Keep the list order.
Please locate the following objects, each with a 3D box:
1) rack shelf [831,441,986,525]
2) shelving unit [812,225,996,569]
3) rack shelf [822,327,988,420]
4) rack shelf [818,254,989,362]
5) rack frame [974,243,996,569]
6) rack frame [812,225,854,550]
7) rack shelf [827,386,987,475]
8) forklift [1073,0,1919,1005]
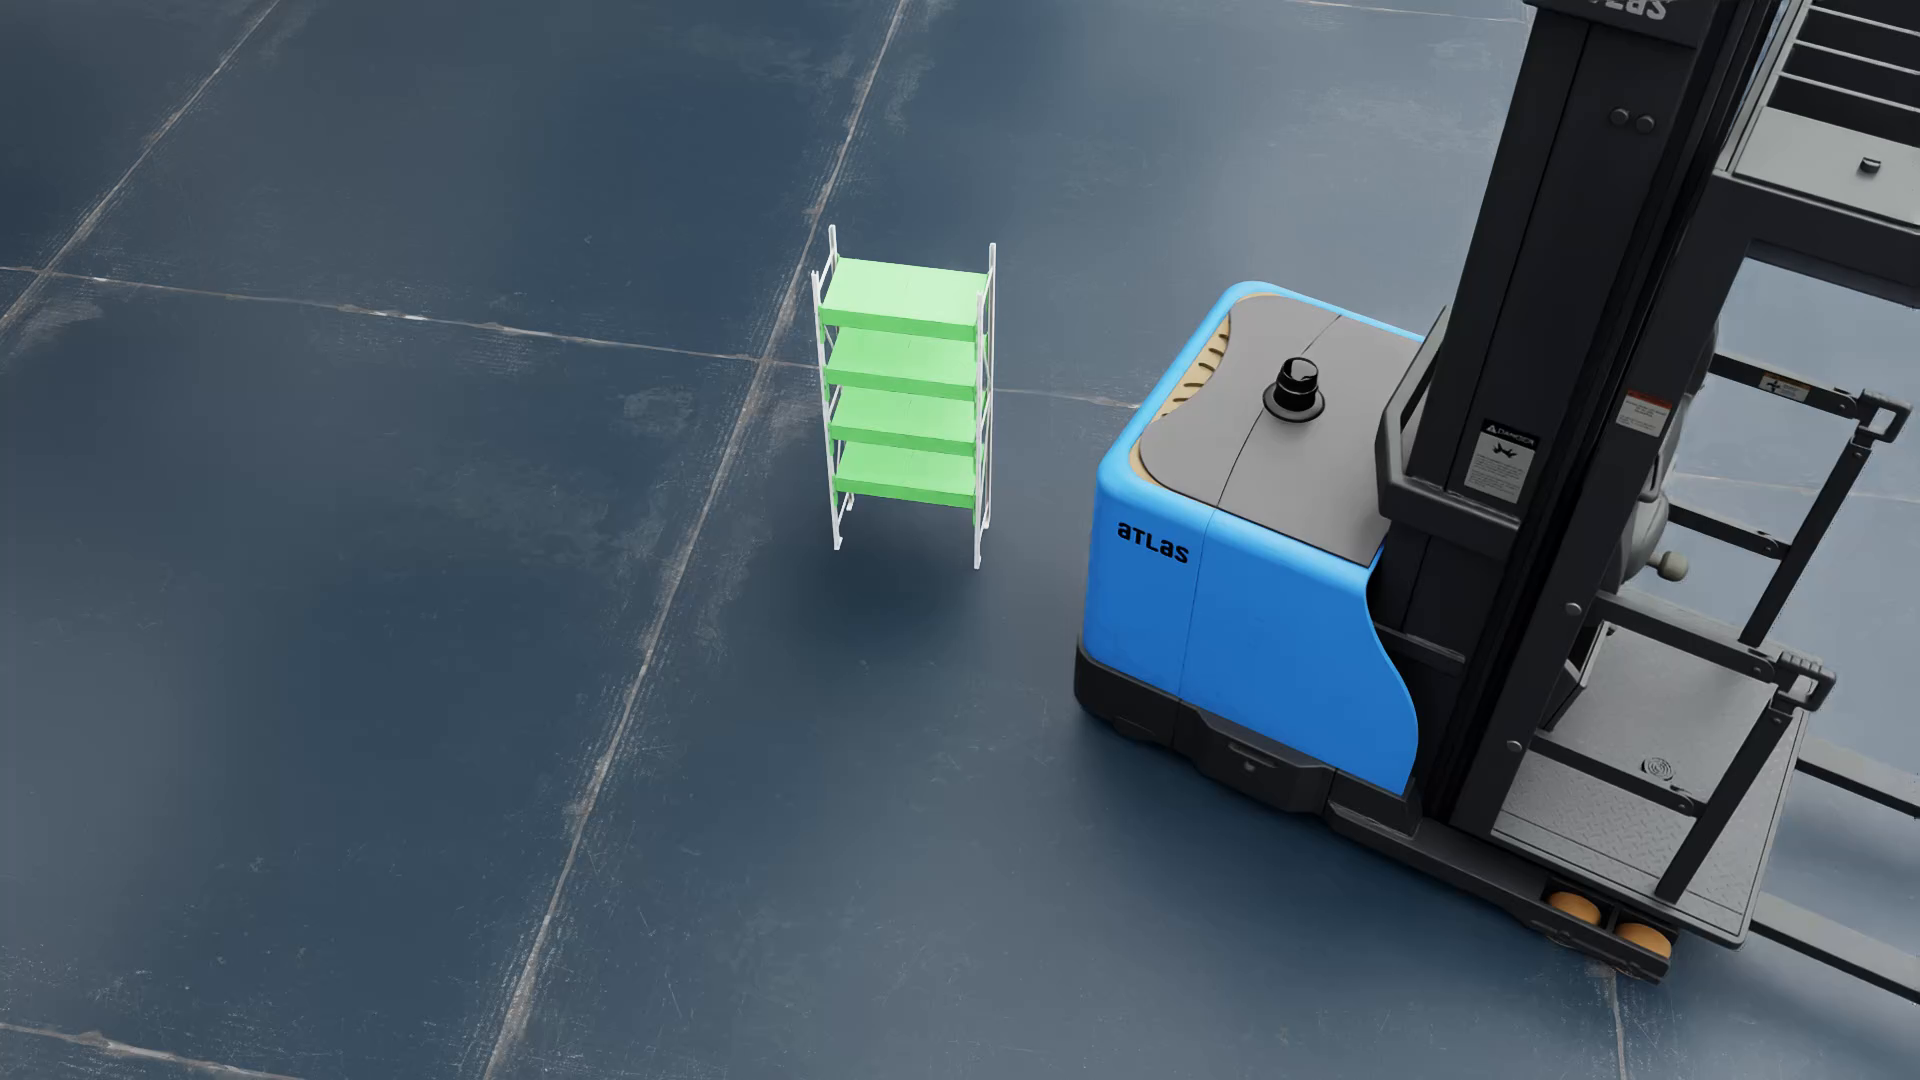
[{"bbox_3d":[-0.163,-0.220,5.549,0.480,0.148,0.258,8,49,7],"label":"rack shelf"},{"bbox_3d":[-0.163,-0.423,5.323,0.503,1.200,0.258,8,49,7],"label":"shelving unit"},{"bbox_3d":[-0.163,-0.541,5.192,0.480,0.148,0.258,8,49,7],"label":"rack shelf"},{"bbox_3d":[-0.163,-0.701,5.014,0.480,0.148,0.258,8,49,7],"label":"rack shelf"},{"bbox_3d":[0.077,-0.391,5.294,0.015,1.200,0.240,8,49,7],"label":"rack frame"},{"bbox_3d":[-0.403,-0.455,5.352,0.015,1.200,0.240,8,49,7],"label":"rack frame"},{"bbox_3d":[-0.163,-0.380,5.371,0.480,0.148,0.258,8,49,7],"label":"rack shelf"},{"bbox_3d":[1.892,-0.211,3.969,3.031,2.935,1.130,23,52,19],"label":"forklift"}]
